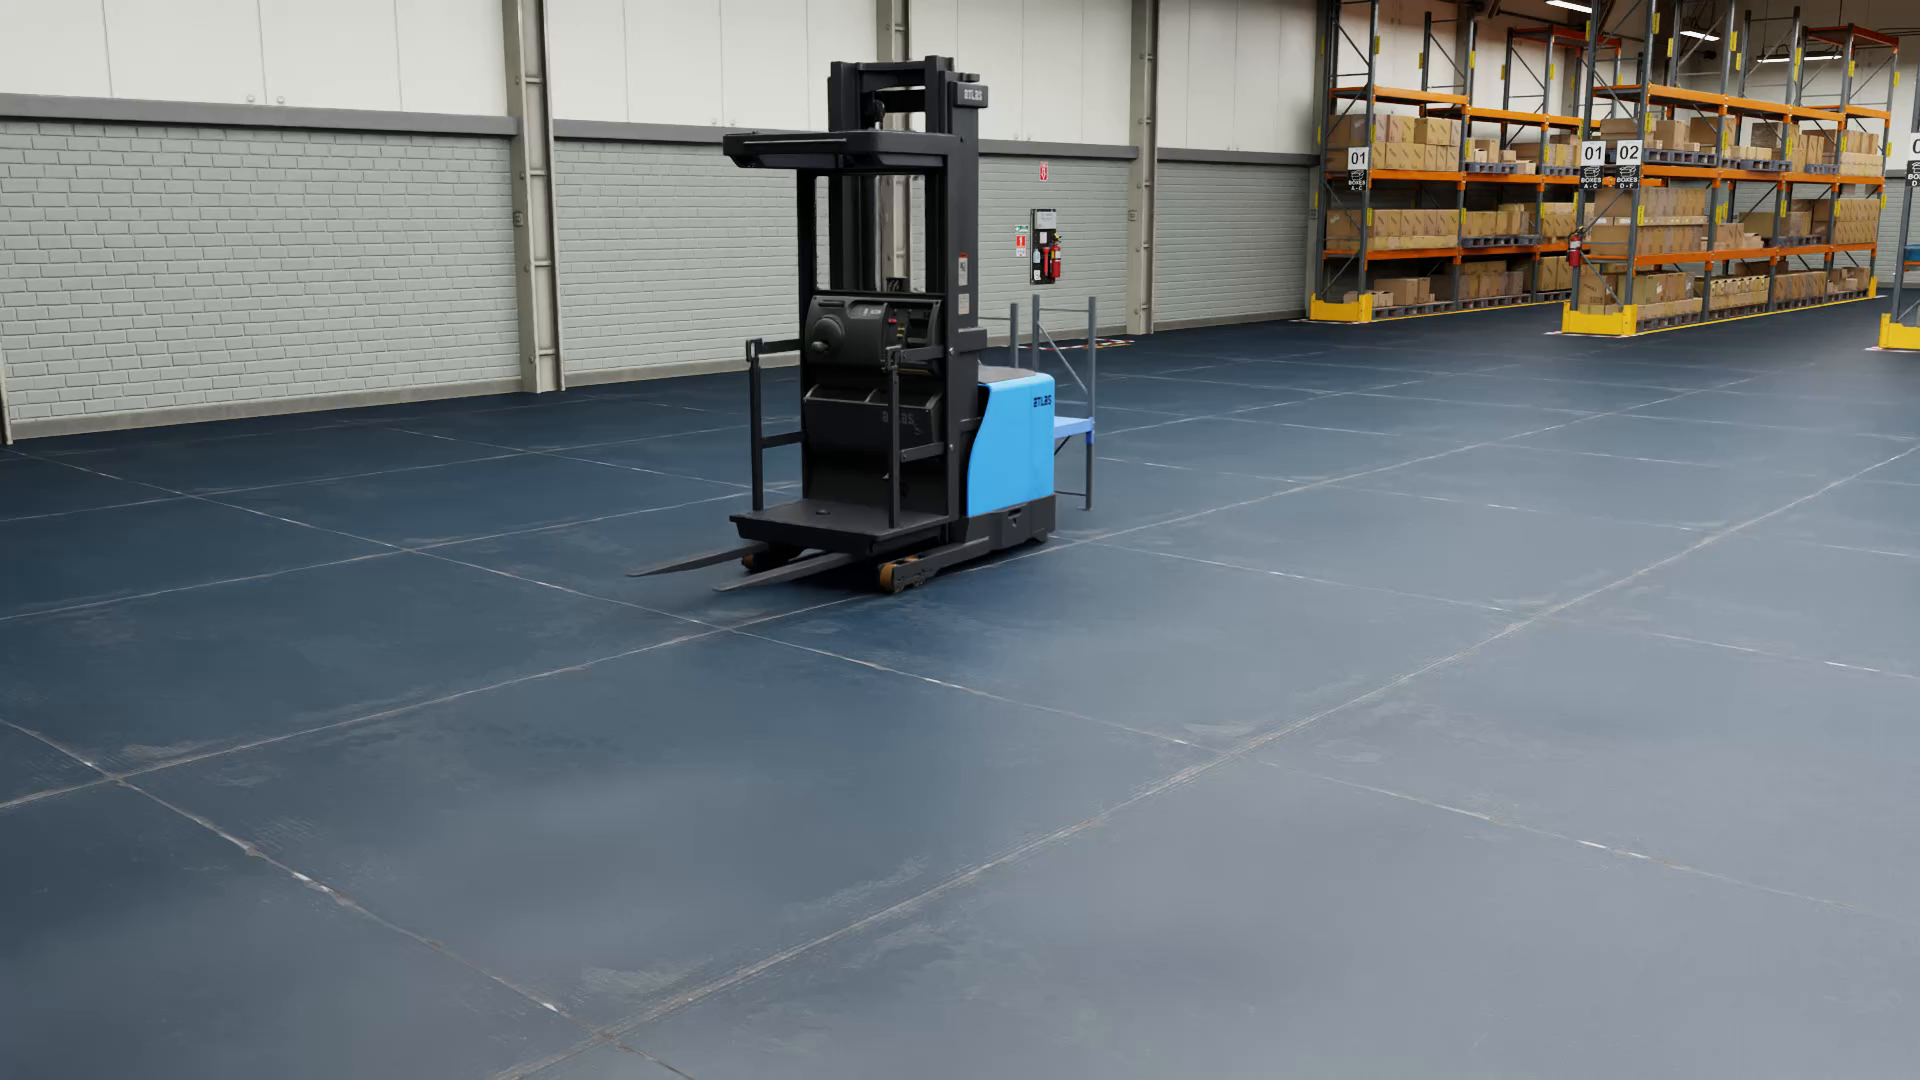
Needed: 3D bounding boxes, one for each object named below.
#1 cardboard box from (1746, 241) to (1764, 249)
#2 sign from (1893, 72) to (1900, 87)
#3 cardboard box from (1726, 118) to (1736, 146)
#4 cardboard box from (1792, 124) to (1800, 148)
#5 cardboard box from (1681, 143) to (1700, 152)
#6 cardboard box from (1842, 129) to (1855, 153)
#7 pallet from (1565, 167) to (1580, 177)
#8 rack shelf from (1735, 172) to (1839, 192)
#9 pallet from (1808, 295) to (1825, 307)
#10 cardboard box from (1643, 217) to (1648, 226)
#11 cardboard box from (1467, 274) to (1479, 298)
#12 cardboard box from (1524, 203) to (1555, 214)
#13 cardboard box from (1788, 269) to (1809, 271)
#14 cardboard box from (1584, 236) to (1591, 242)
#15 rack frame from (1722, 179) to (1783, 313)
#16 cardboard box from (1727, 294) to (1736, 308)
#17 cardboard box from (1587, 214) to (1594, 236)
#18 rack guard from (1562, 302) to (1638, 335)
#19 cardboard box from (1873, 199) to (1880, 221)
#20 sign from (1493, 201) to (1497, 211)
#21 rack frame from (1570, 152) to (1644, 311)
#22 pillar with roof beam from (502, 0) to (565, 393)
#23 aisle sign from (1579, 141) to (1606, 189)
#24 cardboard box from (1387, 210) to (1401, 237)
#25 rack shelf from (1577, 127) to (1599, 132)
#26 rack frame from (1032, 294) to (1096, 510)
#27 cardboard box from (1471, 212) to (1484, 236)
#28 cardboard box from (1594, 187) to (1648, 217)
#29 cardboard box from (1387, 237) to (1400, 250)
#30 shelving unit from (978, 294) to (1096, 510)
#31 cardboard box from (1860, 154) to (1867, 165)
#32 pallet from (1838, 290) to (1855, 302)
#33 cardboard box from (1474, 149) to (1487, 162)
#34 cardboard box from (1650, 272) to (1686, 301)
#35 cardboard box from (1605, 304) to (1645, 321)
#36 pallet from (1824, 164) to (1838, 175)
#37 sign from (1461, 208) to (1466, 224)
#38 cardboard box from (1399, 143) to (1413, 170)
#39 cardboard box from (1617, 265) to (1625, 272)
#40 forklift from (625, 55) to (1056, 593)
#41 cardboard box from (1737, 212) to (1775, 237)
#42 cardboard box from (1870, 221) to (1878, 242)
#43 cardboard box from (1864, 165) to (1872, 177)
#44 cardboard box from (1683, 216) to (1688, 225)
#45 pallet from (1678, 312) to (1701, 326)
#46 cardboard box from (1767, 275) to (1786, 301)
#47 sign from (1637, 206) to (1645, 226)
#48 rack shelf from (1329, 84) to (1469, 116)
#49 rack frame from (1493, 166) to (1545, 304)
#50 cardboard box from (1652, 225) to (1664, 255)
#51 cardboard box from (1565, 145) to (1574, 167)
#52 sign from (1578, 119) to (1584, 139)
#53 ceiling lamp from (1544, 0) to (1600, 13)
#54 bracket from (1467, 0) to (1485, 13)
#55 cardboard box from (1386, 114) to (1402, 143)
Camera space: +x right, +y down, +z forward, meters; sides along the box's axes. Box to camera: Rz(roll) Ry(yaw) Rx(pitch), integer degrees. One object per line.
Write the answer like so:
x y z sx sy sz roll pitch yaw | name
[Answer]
15.816 -5.897 33.219 0.380 0.149 0.250 10 15 40 | cardboard box
21.886 -10.768 38.859 0.100 0.325 0.005 10 15 40 | sign
14.357 -7.743 31.558 0.500 0.500 0.500 -10 15 -42 | cardboard box
17.168 -8.412 34.702 0.500 0.500 0.500 10 15 40 | cardboard box
12.971 -7.009 29.699 0.380 0.149 0.250 10 15 40 | cardboard box
19.571 -8.919 37.240 0.700 0.500 0.500 10 15 40 | cardboard box
13.600 -8.473 38.298 1.003 0.211 1.213 11 16 43 | pallet
17.522 -7.601 35.285 1.077 0.370 4.000 10 15 40 | rack shelf
18.334 -5.285 36.631 1.003 0.211 1.213 10 15 40 | pallet
11.514 -5.447 28.415 0.380 0.149 0.250 9 15 39 | cardboard box
10.615 -5.423 35.461 0.700 0.500 0.500 9 15 39 | cardboard box
12.991 -7.438 37.314 0.500 0.250 0.500 10 15 42 | cardboard box
19.005 -5.887 37.787 0.500 0.500 0.500 10 15 40 | cardboard box
14.624 -7.098 39.180 0.380 0.149 0.250 10 15 40 | cardboard box
16.202 -6.188 34.035 1.000 3.000 0.127 10 15 40 | rack frame
14.692 -4.636 32.213 0.500 0.250 0.500 9 15 39 | cardboard box
14.674 -7.444 39.259 0.500 0.500 0.500 10 15 41 | cardboard box
10.905 -3.782 28.369 1.175 0.500 0.348 10 15 40 | rack guard
21.396 -7.804 39.315 0.500 0.500 0.500 10 15 40 | cardboard box
12.059 -7.467 37.483 0.100 0.325 0.005 10 15 40 | sign
10.921 -5.011 28.142 1.000 3.000 0.127 10 15 40 | rack frame
-1.638 -5.603 15.788 9.100 9.000 0.400 10 15 40 | pillar with roof beam
10.657 -6.314 28.029 0.394 0.787 0.004 10 15 40 | aisle sign
8.072 -6.058 31.800 0.500 0.500 0.500 10 15 41 | cardboard box
16.439 -10.104 41.181 1.077 0.370 4.000 10 15 40 | rack shelf
0.726 -0.974 11.757 0.500 1.500 0.032 8 14 33 | rack frame
10.574 -6.656 35.000 0.500 0.500 0.700 -10 15 -42 | cardboard box
11.274 -5.771 28.380 0.700 0.500 0.500 10 15 41 | cardboard box
8.090 -5.696 31.905 0.500 0.250 0.500 9 15 39 | cardboard box
0.442 -0.891 11.344 0.538 1.500 1.048 8 14 33 | shelving unit
20.347 -8.678 37.950 0.500 0.250 0.500 10 15 40 | cardboard box
20.102 -5.690 38.663 1.003 0.211 1.213 10 15 40 | pallet
10.666 -8.033 34.771 0.500 0.311 0.500 10 15 42 | cardboard box
12.754 -4.582 30.029 0.500 0.500 0.500 10 15 40 | cardboard box
11.442 -3.919 28.622 0.500 0.250 0.500 10 15 40 | cardboard box
18.359 -8.069 36.271 1.213 0.211 1.003 10 15 40 | pallet
10.251 -6.595 33.862 0.100 0.325 0.005 10 15 40 | sign
8.327 -7.349 31.883 0.500 0.500 0.500 11 16 43 | cardboard box
16.024 -6.567 41.242 0.700 0.500 0.500 10 15 40 | cardboard box
-0.627 -1.249 9.482 1.130 2.935 3.031 8 14 33 | forklift
16.533 -6.550 34.521 0.700 0.500 0.500 4 12 21 | cardboard box
21.392 -7.313 39.412 0.500 0.500 0.500 10 15 42 | cardboard box
20.683 -8.506 38.362 0.500 0.250 0.500 10 15 40 | cardboard box
12.870 -5.750 29.928 0.380 0.149 0.250 10 15 40 | cardboard box
13.005 -4.121 30.803 1.003 0.211 1.213 10 15 40 | pallet
16.717 -5.208 34.387 0.500 0.500 0.500 11 15 43 | cardboard box
11.334 -5.402 27.686 0.100 0.325 0.005 10 15 40 | sign
8.518 -8.533 32.303 1.077 0.370 4.000 10 15 40 | rack shelf
12.478 -6.828 37.239 1.000 3.000 0.127 10 15 40 | rack frame
11.914 -5.277 29.220 0.700 0.500 0.500 10 15 41 | cardboard box
13.758 -8.881 38.482 0.700 0.500 0.500 10 15 40 | cardboard box
10.523 -6.950 28.131 0.100 0.325 0.005 10 15 40 | sign
11.857 -11.661 31.218 0.800 3.185 2.000 10 15 40 | ceiling lamp
10.963 -11.349 35.366 0.235 0.232 0.430 10 15 40 | bracket
8.003 -7.764 31.406 0.500 0.500 0.500 10 15 40 | cardboard box
